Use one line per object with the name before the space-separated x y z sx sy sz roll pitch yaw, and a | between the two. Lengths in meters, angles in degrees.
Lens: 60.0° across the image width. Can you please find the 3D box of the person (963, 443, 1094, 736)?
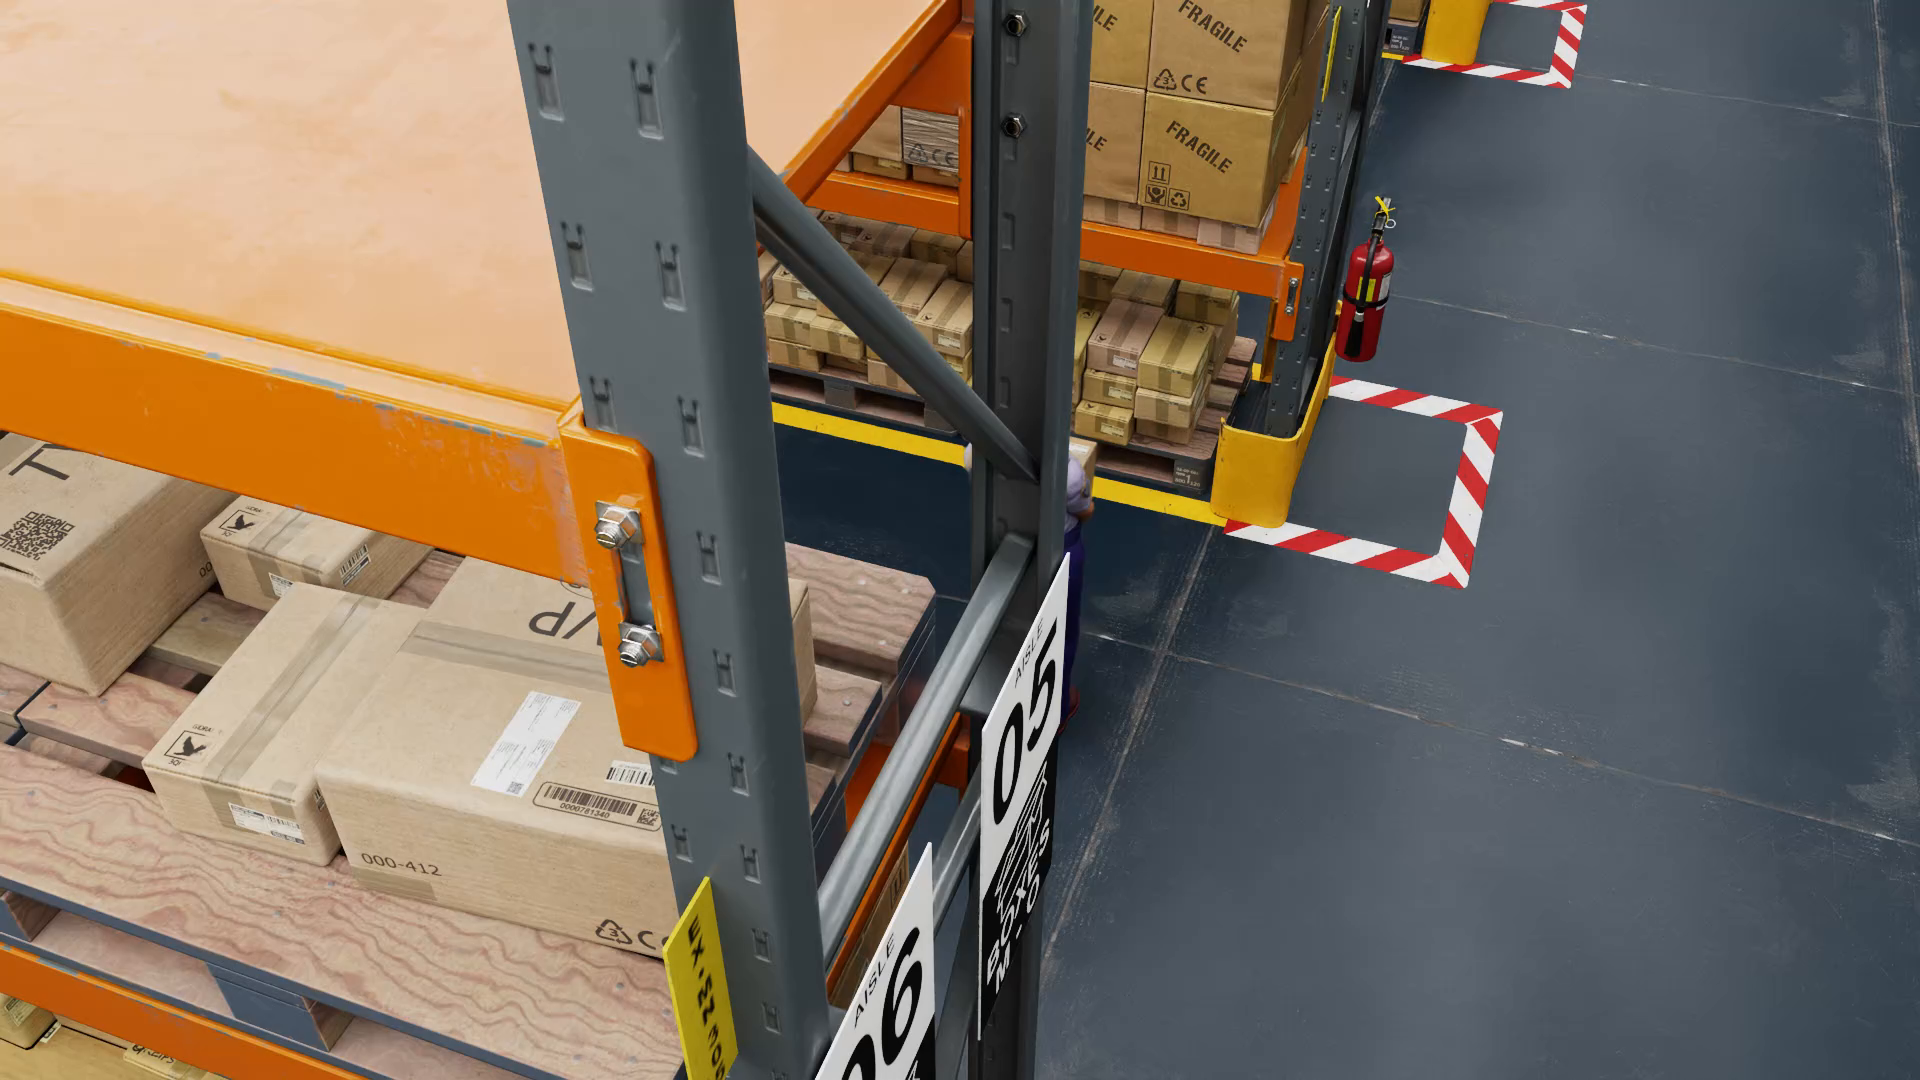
person | 0.271 0.020 6.156 0.452 1.634 0.518 14 44 15
